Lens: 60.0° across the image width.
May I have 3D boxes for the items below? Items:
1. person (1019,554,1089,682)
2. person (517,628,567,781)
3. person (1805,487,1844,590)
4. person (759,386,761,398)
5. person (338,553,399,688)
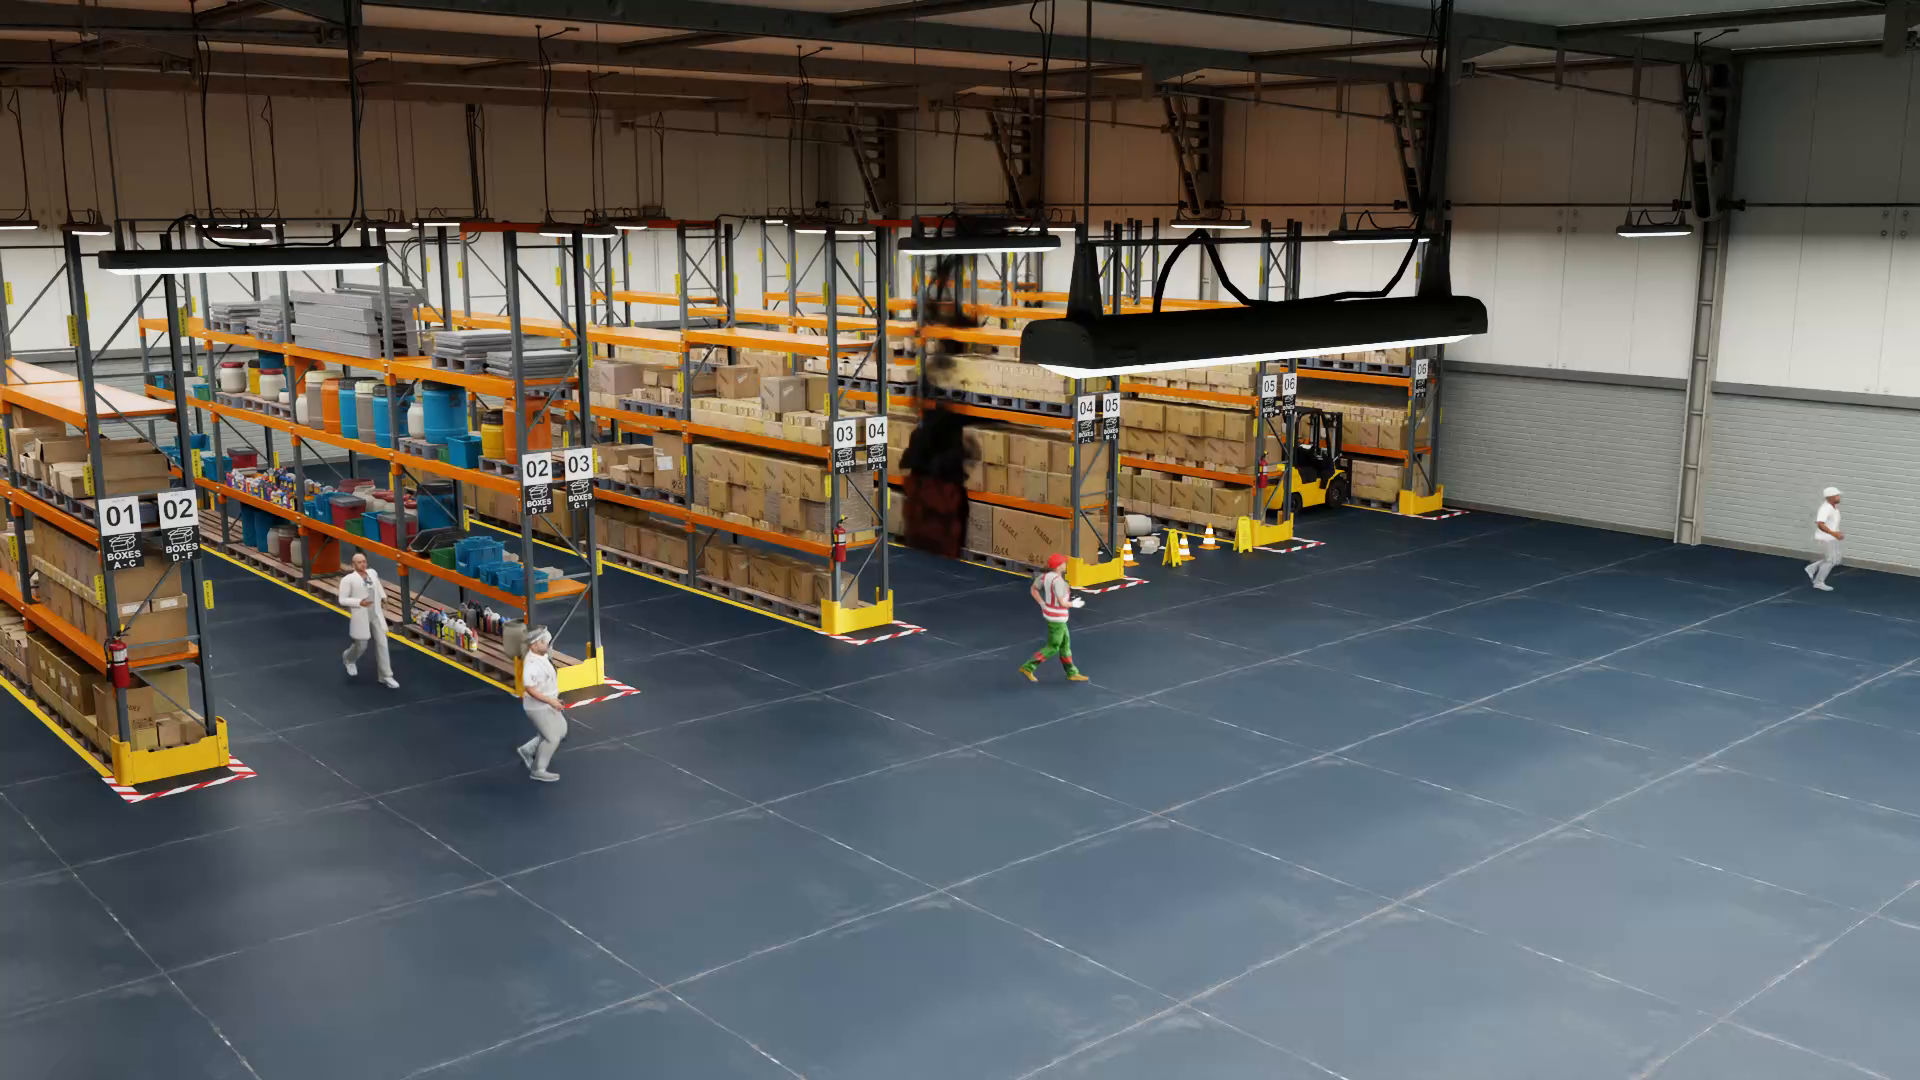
[{"bbox_3d":[1.265,1.055,22.034,1.008,1.778,0.648,-3,12,-14],"label":"person"},{"bbox_3d":[-4.660,1.819,18.492,0.527,1.752,0.666,-2,12,-10],"label":"person"},{"bbox_3d":[14.385,-0.028,27.629,0.575,1.728,0.706,8,14,35],"label":"person"},{"bbox_3d":[-5.321,-3.344,44.429,0.503,1.615,0.639,-1,11,-5],"label":"person"},{"bbox_3d":[-7.901,1.046,22.153,1.109,1.764,0.724,10,15,40],"label":"person"}]
